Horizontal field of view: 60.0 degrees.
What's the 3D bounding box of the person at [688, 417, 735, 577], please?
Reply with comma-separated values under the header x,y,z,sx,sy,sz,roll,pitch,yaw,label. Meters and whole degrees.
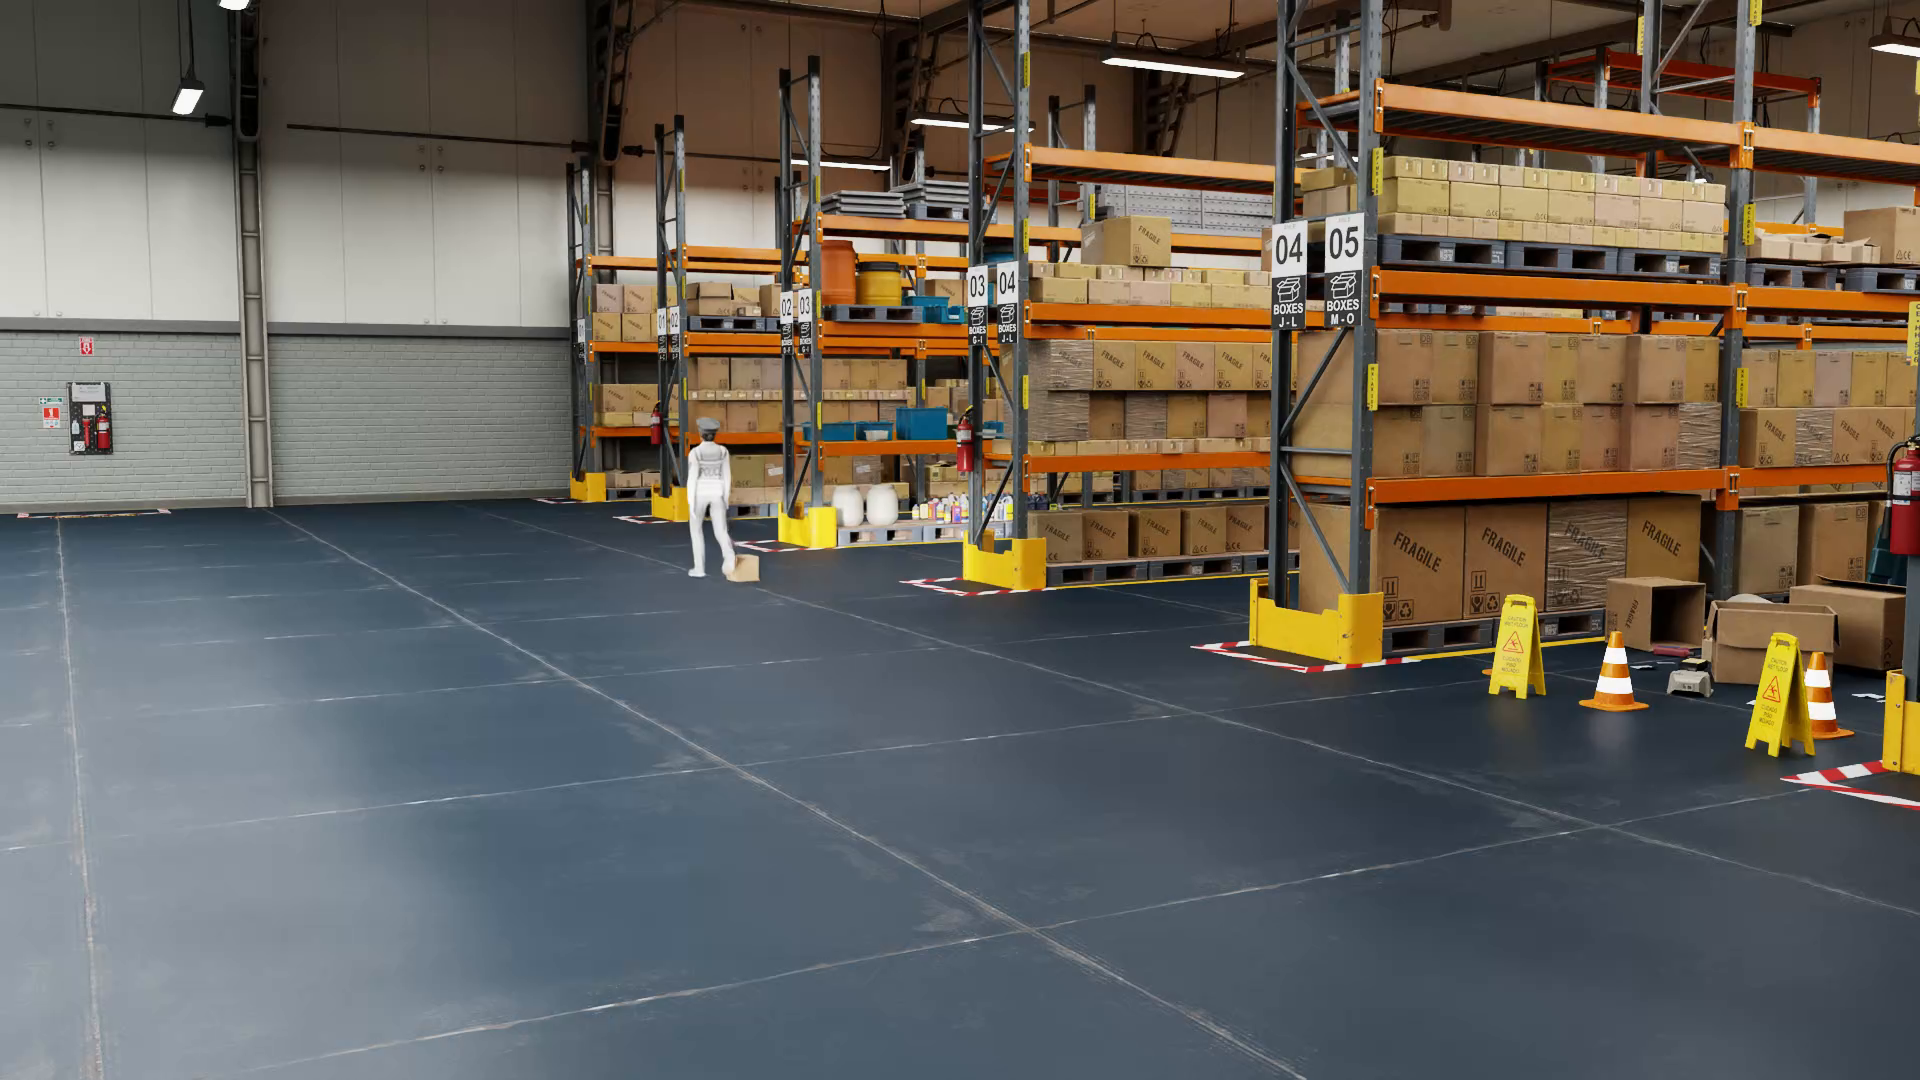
x,y,z,sx,sy,sz,roll,pitch,yaw,label
-2.567,-0.426,17.033,0.477,1.654,0.840,-2,6,-24,person
